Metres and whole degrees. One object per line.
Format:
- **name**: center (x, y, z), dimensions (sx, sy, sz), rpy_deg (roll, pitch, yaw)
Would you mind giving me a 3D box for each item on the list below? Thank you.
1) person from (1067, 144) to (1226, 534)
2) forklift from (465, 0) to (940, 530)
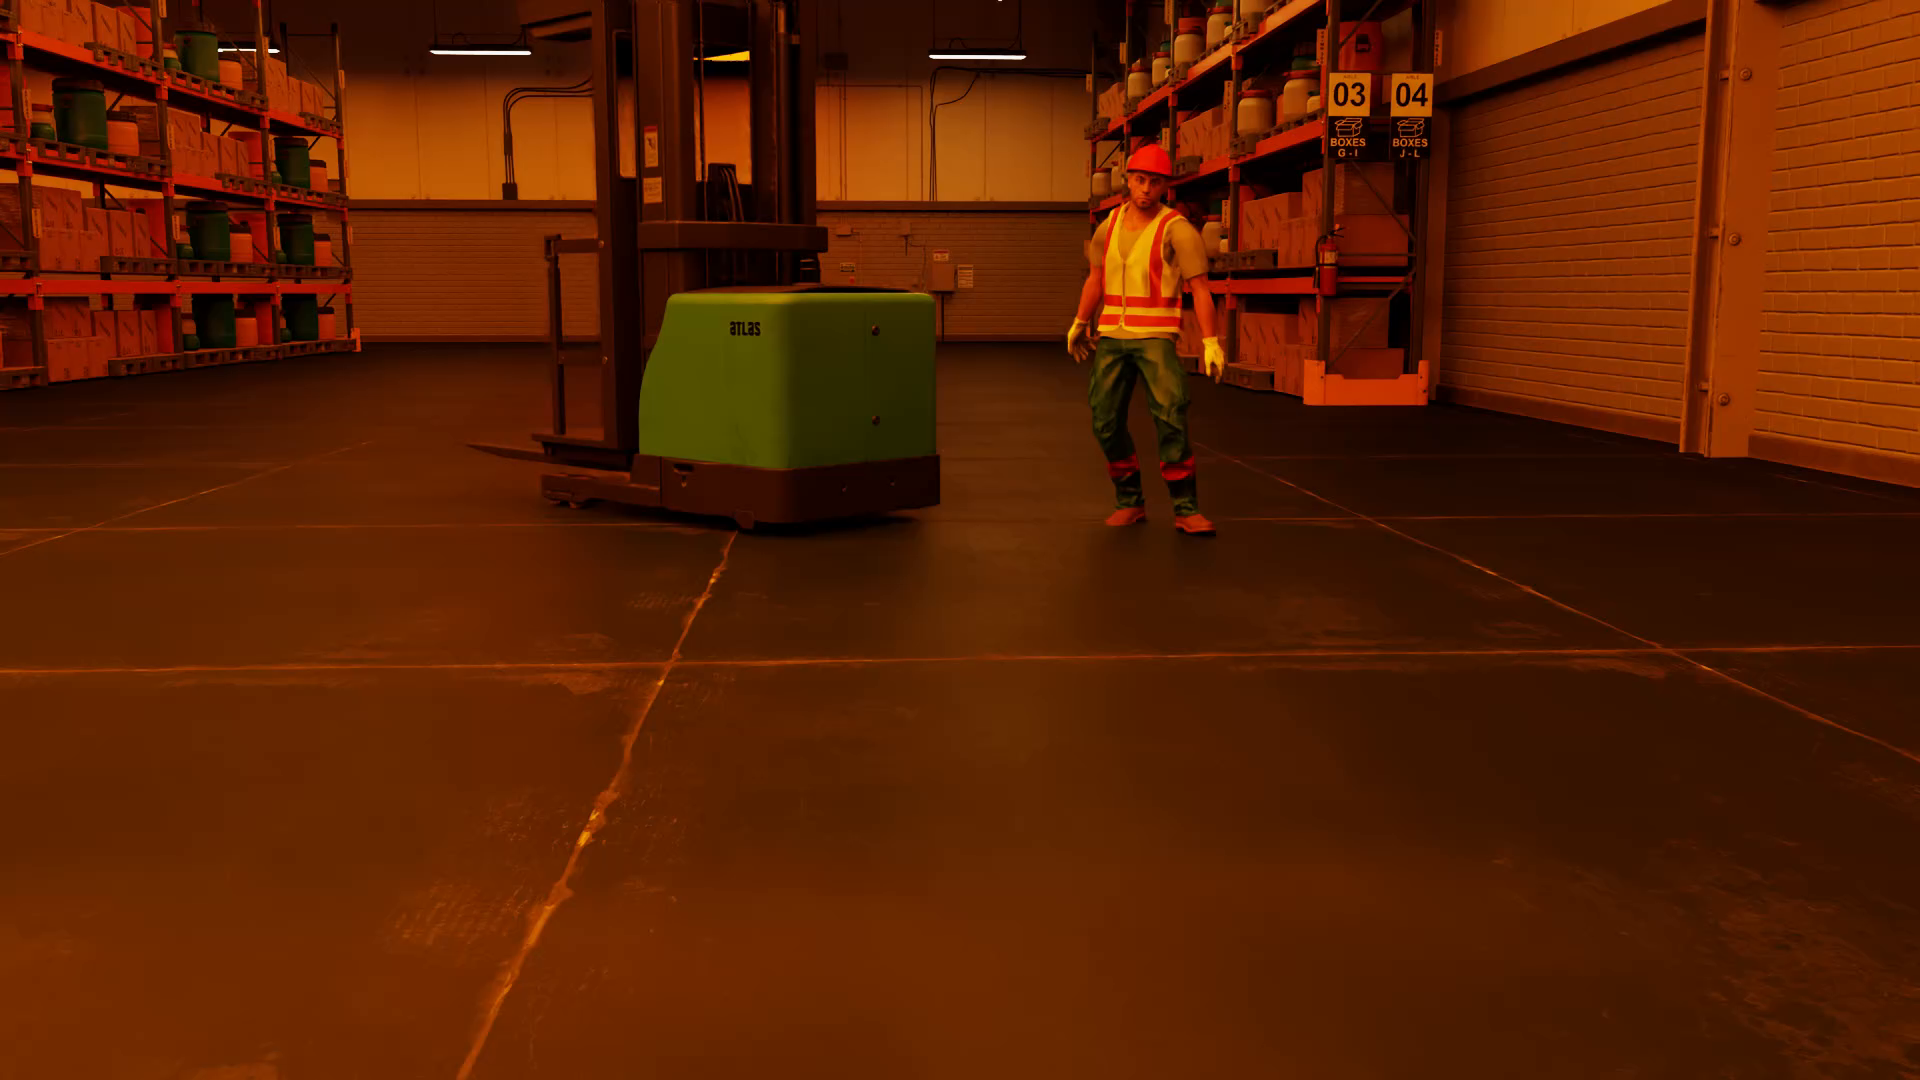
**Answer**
- **person**: center (0.827, -0.904, 7.610), dimensions (0.887, 1.750, 0.464), rpy_deg (7, 11, 39)
- **forklift**: center (-1.502, -1.654, 8.472), dimensions (3.031, 2.935, 1.130), rpy_deg (8, 12, 44)
